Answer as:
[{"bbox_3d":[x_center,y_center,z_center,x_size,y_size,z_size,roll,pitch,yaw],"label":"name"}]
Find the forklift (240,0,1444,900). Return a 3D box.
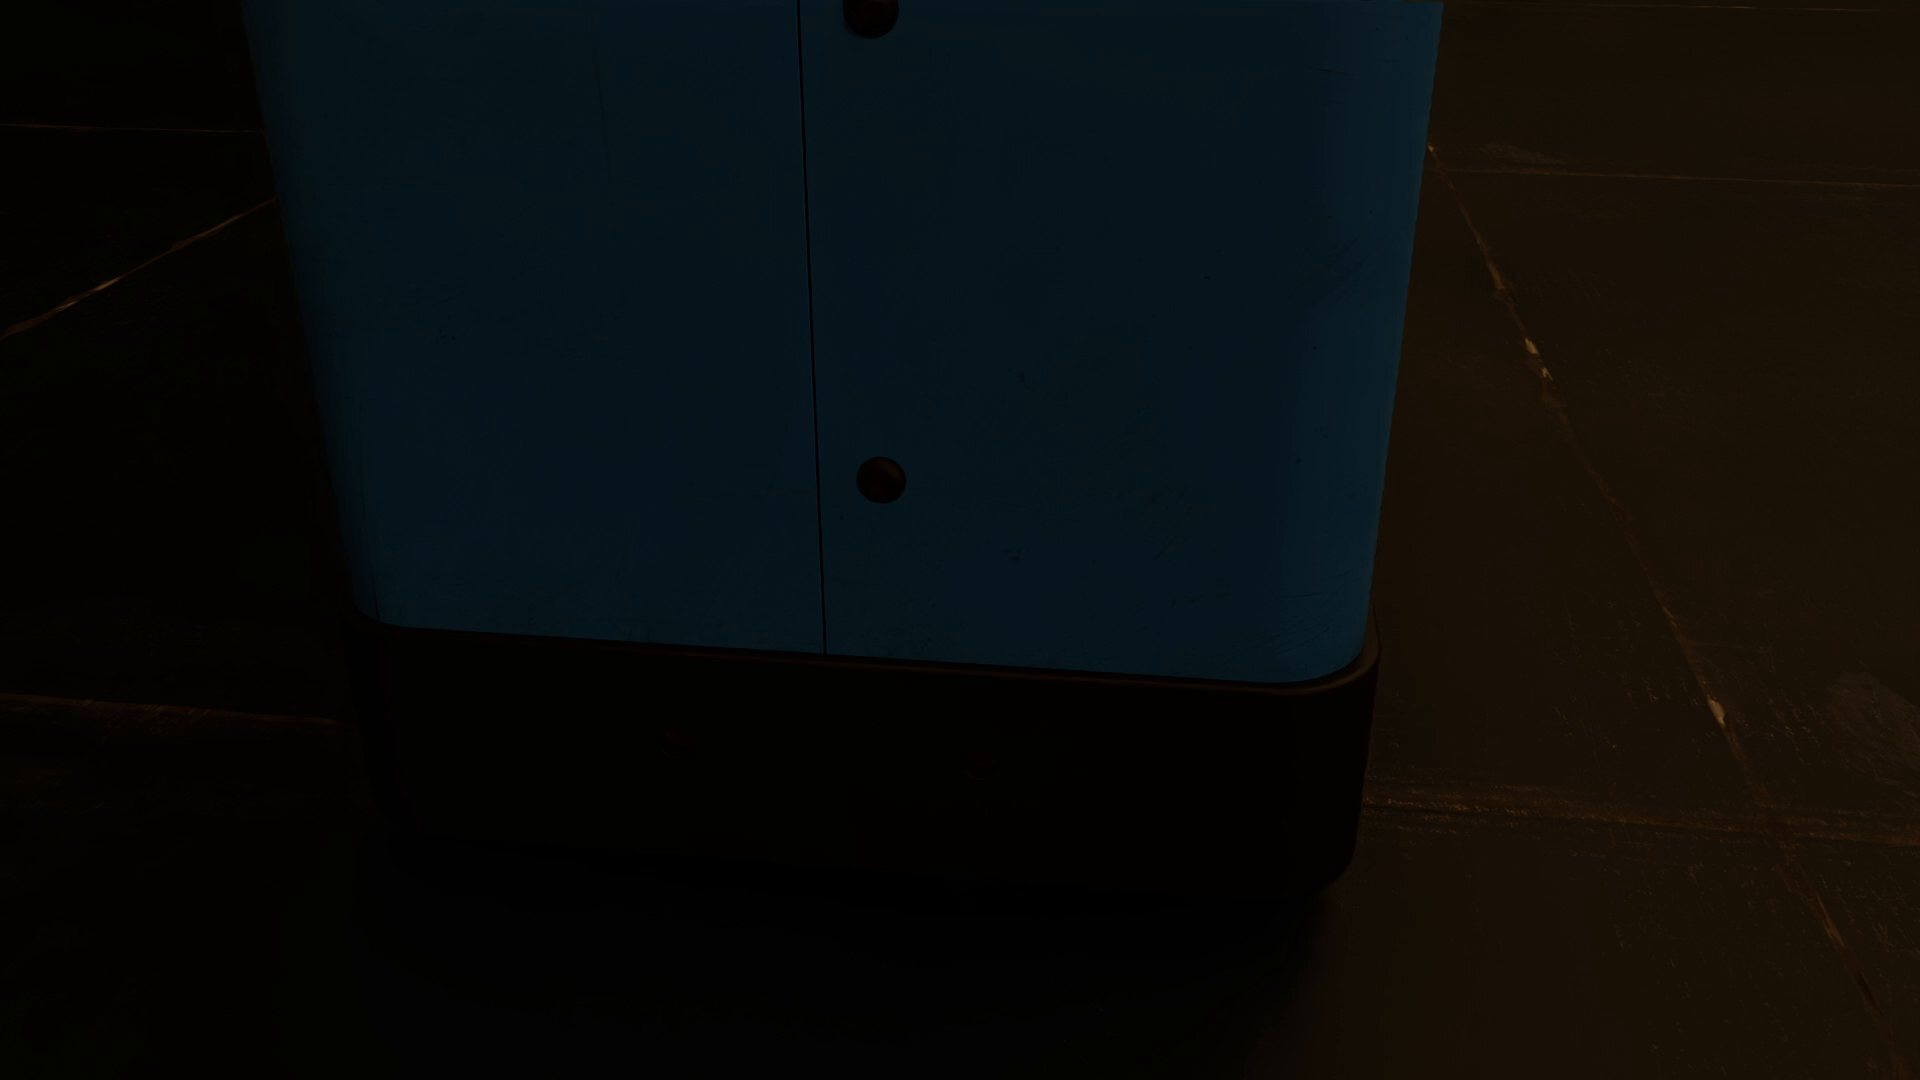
[{"bbox_3d":[0.060,-1.588,2.399,1.130,2.935,3.031,3,27,6],"label":"forklift"}]
